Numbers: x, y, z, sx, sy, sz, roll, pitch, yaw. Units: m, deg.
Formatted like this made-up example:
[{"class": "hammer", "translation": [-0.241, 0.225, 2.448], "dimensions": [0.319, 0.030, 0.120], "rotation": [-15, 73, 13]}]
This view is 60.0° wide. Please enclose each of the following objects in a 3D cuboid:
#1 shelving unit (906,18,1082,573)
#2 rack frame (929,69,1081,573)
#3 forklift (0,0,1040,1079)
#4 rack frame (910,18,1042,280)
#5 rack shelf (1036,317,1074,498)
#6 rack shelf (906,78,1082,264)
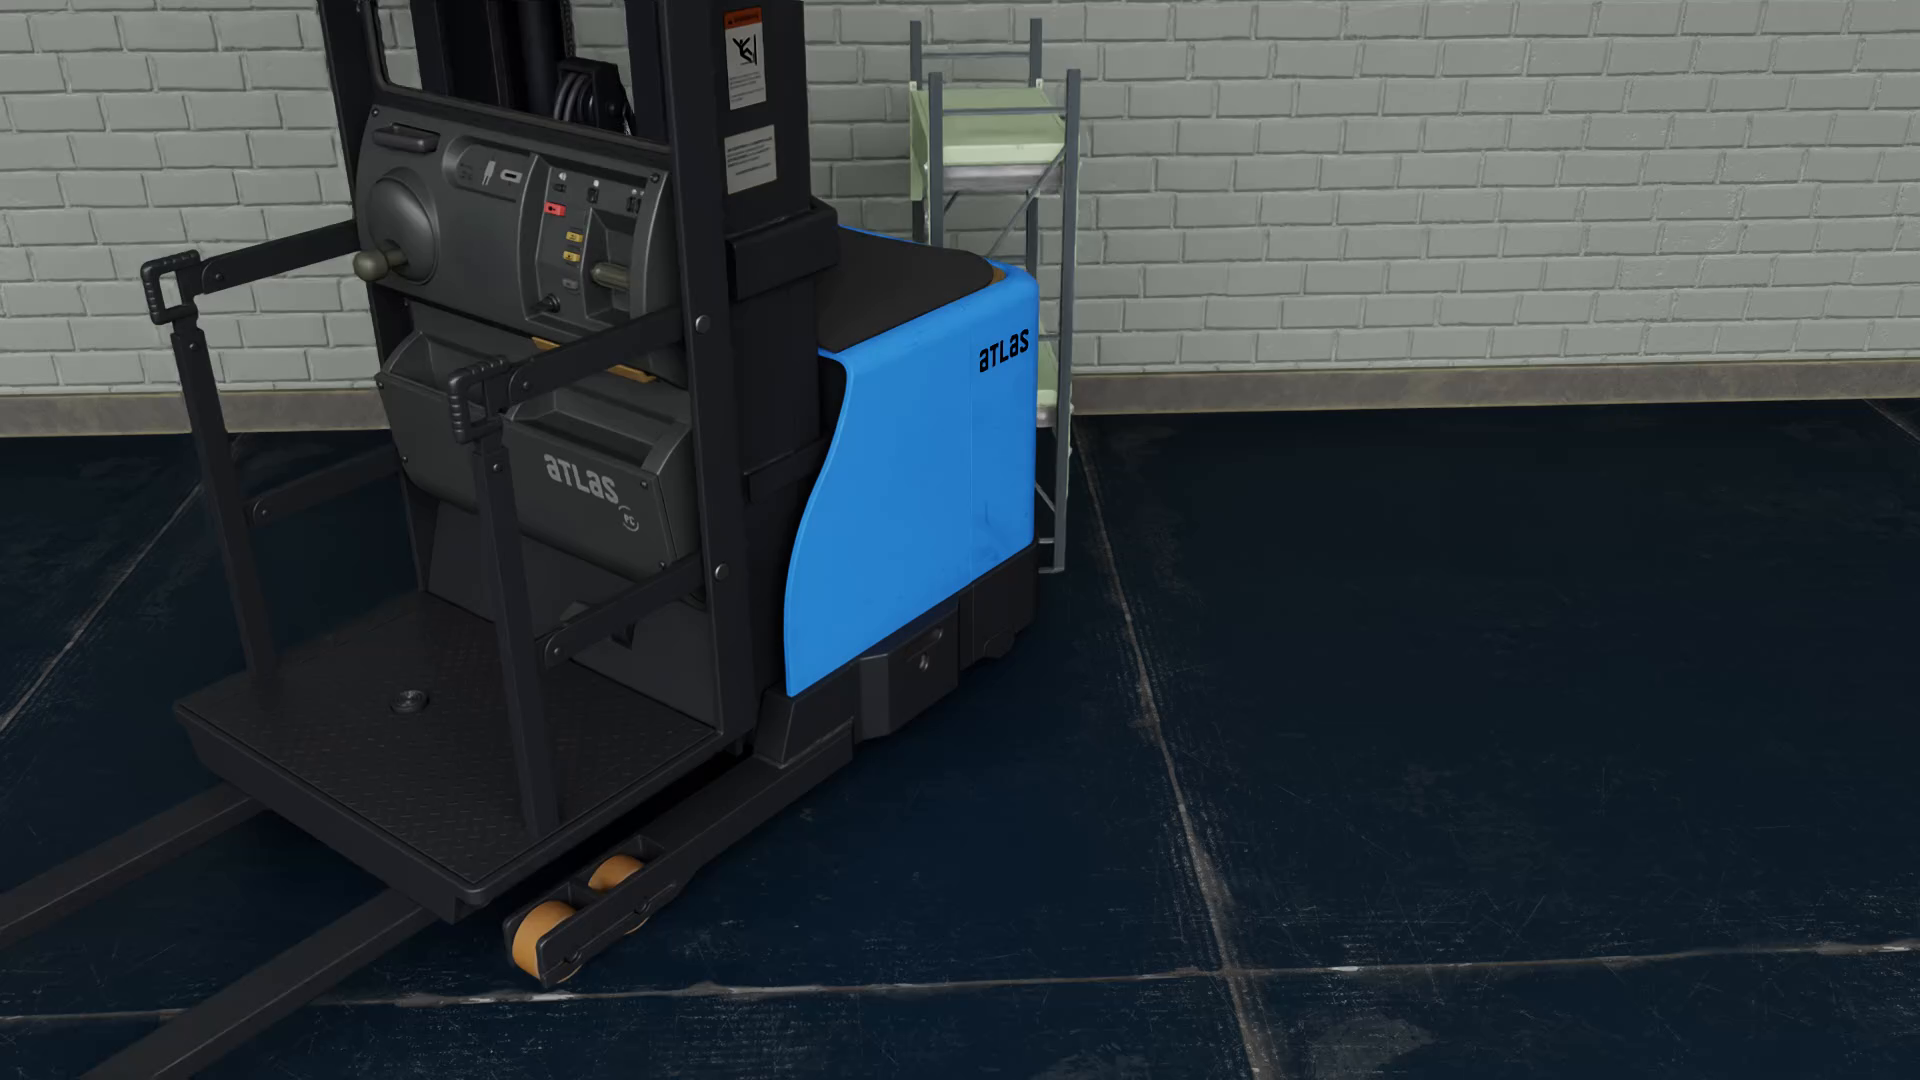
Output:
[{"class": "shelving unit", "translation": [0.083, -0.734, 5.035], "dimensions": [0.431, 1.500, 0.755], "rotation": [-3, 28, -5]}, {"class": "rack frame", "translation": [0.118, -0.565, 4.712], "dimensions": [0.400, 1.500, 0.023], "rotation": [-3, 28, -5]}, {"class": "forklift", "translation": [-1.073, -0.632, 3.293], "dimensions": [1.130, 2.935, 3.031], "rotation": [19, 33, 33]}, {"class": "rack frame", "translation": [0.048, -0.902, 5.358], "dimensions": [0.400, 1.500, 0.023], "rotation": [-3, 28, -5]}, {"class": "rack shelf", "translation": [0.083, -0.445, 5.186], "dimensions": [0.431, 0.370, 0.720], "rotation": [-3, 28, -5]}, {"class": "rack shelf", "translation": [0.083, -1.080, 4.854], "dimensions": [0.431, 0.370, 0.720], "rotation": [-3, 28, -5]}]
